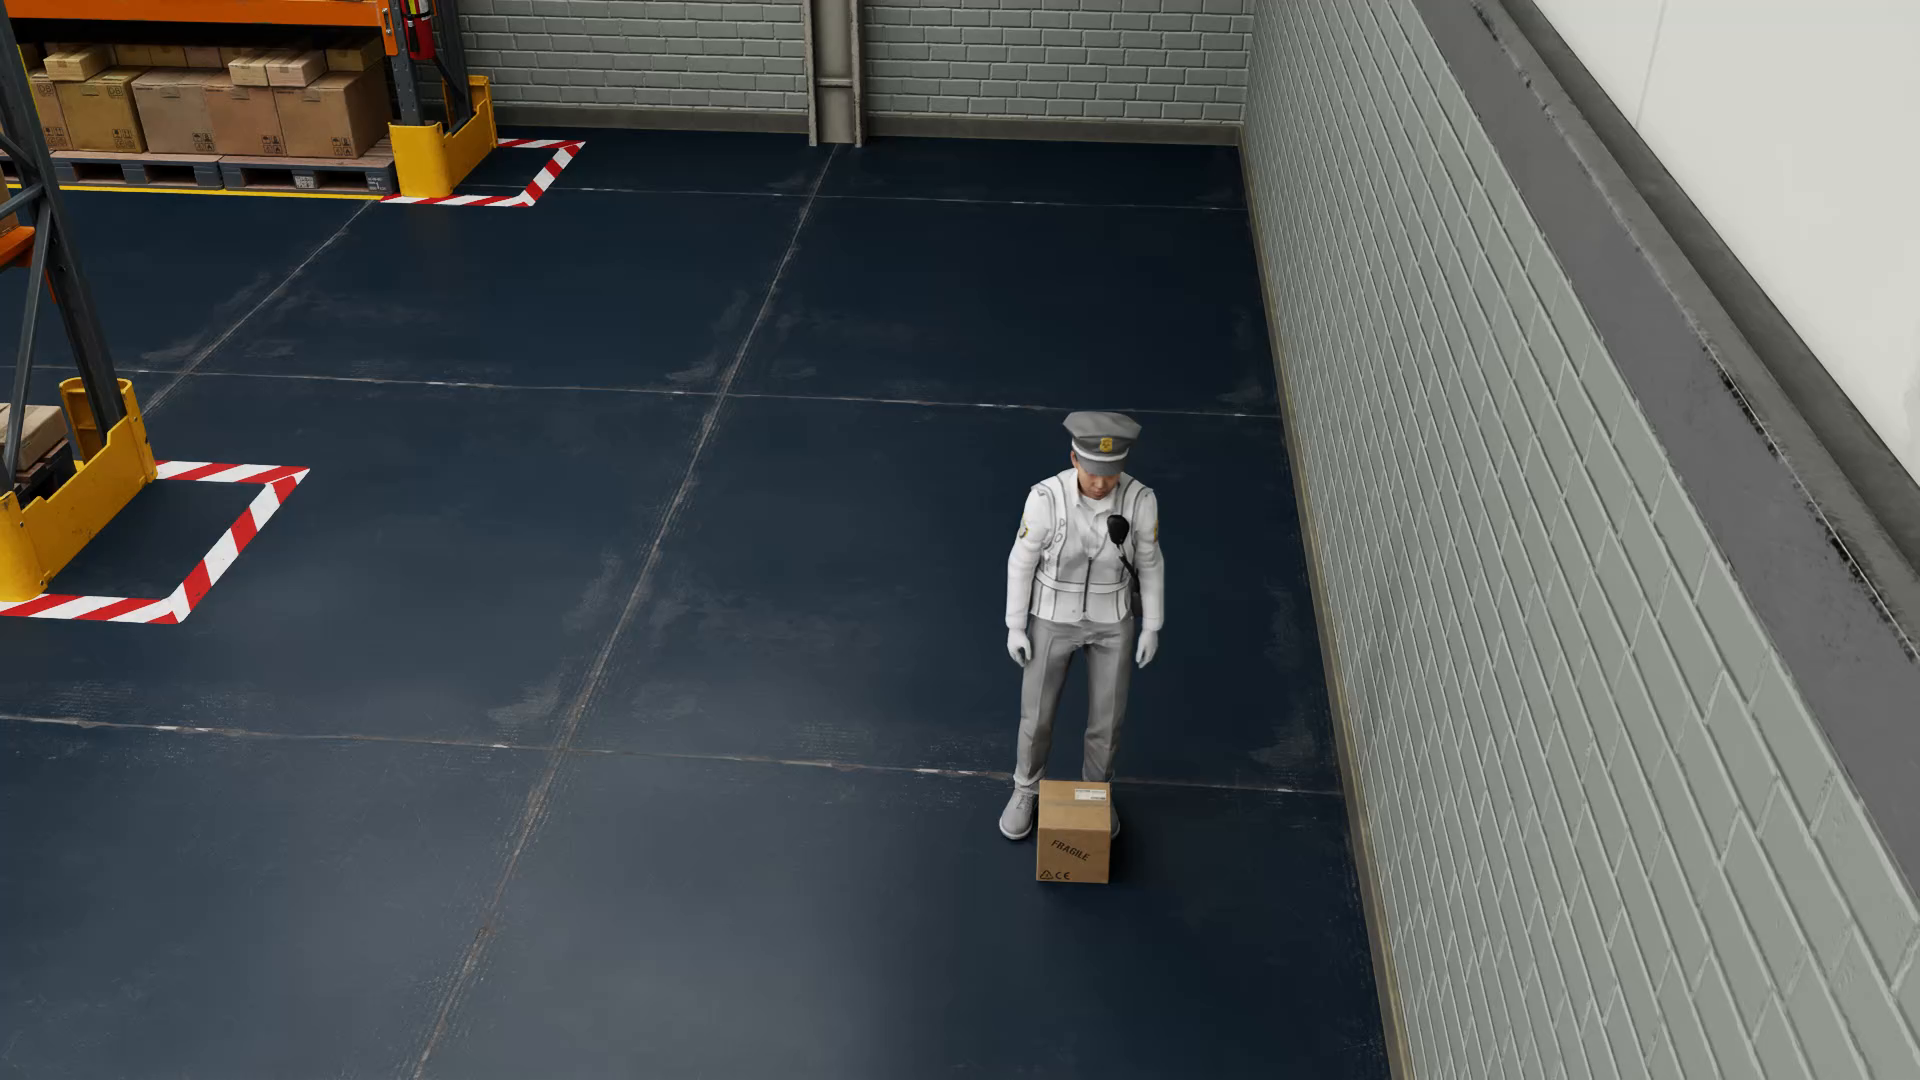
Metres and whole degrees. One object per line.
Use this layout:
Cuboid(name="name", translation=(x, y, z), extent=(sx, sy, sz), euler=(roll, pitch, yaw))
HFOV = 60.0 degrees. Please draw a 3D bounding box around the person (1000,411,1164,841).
Cuboid(name="person", translation=(0.419, 0.296, 5.660), extent=(0.546, 1.665, 0.373), euler=(1, 32, 1))
